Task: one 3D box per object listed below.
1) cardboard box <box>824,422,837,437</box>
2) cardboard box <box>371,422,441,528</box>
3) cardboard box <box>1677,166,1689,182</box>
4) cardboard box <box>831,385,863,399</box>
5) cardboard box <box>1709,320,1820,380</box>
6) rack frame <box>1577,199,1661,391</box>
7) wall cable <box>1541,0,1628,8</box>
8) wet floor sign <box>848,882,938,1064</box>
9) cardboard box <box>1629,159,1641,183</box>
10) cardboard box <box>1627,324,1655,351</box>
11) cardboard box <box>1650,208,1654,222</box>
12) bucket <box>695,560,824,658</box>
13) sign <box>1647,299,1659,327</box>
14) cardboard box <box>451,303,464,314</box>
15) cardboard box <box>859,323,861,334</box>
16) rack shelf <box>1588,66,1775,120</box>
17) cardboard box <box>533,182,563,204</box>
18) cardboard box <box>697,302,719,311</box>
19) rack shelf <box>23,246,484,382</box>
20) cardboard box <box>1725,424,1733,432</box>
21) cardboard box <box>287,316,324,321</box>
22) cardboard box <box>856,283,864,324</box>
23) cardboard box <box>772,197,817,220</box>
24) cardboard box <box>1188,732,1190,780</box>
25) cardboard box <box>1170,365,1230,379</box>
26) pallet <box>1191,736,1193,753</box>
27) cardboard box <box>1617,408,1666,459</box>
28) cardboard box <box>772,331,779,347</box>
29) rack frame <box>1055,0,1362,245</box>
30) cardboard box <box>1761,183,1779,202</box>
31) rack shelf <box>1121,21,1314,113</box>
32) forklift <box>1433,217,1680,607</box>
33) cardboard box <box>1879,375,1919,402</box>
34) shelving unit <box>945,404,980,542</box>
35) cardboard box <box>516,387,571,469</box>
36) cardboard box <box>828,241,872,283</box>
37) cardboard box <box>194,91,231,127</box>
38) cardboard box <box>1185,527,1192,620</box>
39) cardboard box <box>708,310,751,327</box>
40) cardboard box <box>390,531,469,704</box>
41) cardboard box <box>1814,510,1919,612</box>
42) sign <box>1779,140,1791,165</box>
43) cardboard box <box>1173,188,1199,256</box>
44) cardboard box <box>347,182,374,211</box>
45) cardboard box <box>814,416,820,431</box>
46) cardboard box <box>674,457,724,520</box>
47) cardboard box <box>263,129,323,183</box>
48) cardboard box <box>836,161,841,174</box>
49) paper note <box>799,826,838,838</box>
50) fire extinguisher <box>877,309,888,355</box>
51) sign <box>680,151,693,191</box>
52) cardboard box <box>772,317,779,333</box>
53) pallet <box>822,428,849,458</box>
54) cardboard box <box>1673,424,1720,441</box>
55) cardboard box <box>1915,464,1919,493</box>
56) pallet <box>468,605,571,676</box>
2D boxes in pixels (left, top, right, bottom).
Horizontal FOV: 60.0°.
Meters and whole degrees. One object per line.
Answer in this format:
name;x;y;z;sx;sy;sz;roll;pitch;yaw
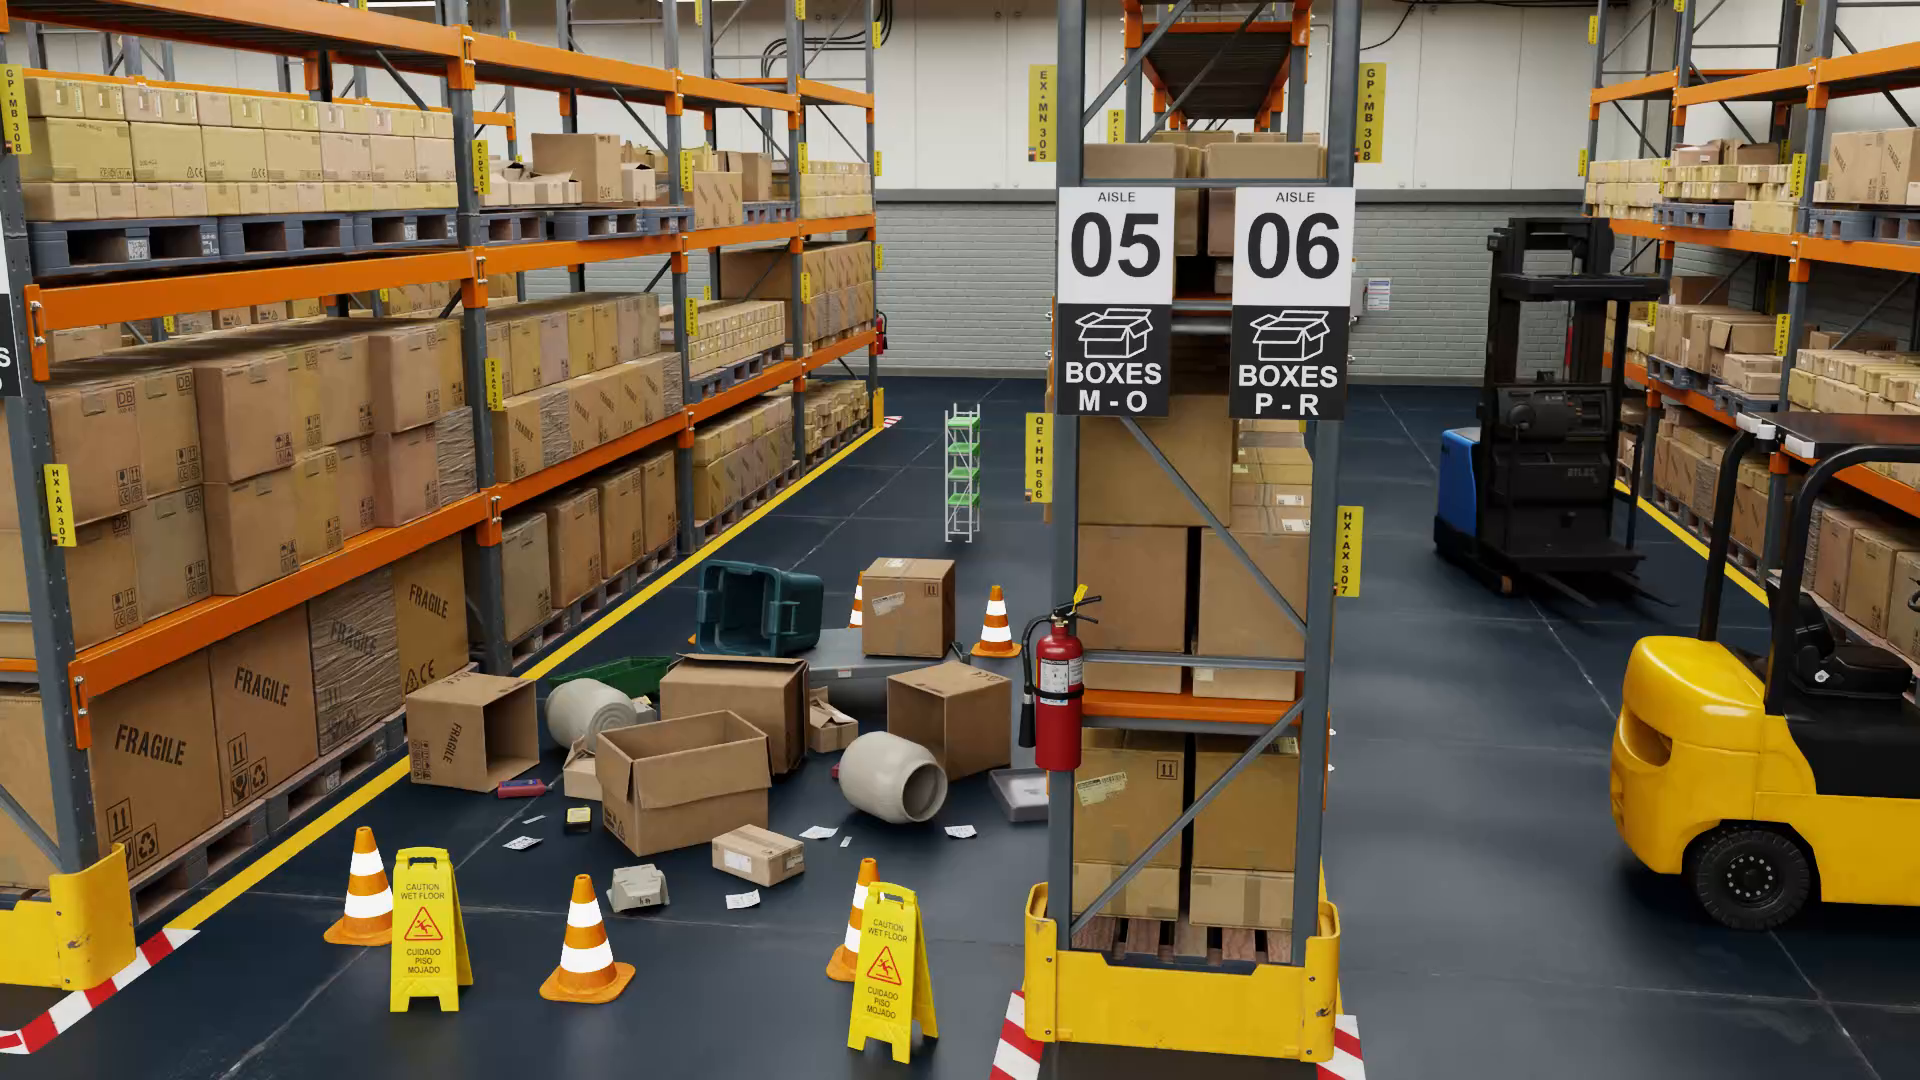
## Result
cardboard box;-1.696;-1.339;20.115;0.380;0.149;0.250;2;12;7
cardboard box;-3.566;-0.406;9.660;0.875;0.550;0.550;2;12;9
cardboard box;7.052;-3.477;15.802;0.380;0.149;0.250;2;12;8
cardboard box;-1.454;-1.899;21.300;0.380;0.149;0.250;2;12;7
cardboard box;7.036;-1.660;14.593;0.797;0.503;0.637;2;12;7
rack frame;8.198;-2.724;20.771;1.000;3.000;0.127;2;12;9
wall cable;10.331;-9.509;24.812;2.988;3.039;0.133;2;12;9
wet floor sign;-0.254;1.602;6.284;0.267;0.644;0.232;7;14;28
cardboard box;7.579;-3.998;18.026;0.500;0.250;0.500;2;12;10
cardboard box;7.483;-2.182;17.906;0.500;0.250;0.500;2;12;9
cardboard box;7.387;-3.370;17.245;0.380;0.149;0.250;2;12;9
bucket;-1.202;0.435;10.275;0.726;0.611;0.620;7;4;28
sign;7.046;-2.331;16.890;0.100;0.325;0.005;2;12;9
cardboard box;-6.544;-2.848;20.994;0.500;0.250;0.500;2;12;9
cardboard box;-1.483;-2.721;21.350;0.380;0.149;0.250;2;12;8
rack shelf;7.891;-4.887;18.283;1.077;0.370;4.000;2;12;9
cardboard box;-2.987;-2.407;11.539;0.380;0.149;0.250;2;12;9
cardboard box;-2.781;-2.439;17.634;0.380;0.149;0.250;2;12;10
rack shelf;-3.767;-1.224;8.397;1.077;0.370;4.000;2;12;9
cardboard box;7.776;-1.051;16.404;0.380;0.149;0.250;2;12;9
cardboard box;-7.073;-2.104;17.653;0.500;0.500;0.500;2;12;8
cardboard box;-1.513;-3.009;21.149;0.500;0.500;0.500;2;12;8
cardboard box;-1.897;-3.672;18.403;0.500;0.250;0.500;3;12;12
cardboard box;0.859;0.830;8.029;0.500;0.500;0.500;2;12;7
cardboard box;0.781;-0.455;6.925;0.700;0.500;0.500;2;12;9
pallet;1.379;1.118;9.562;1.003;0.211;1.213;2;12;9
cardboard box;7.681;-1.190;18.591;0.700;0.500;0.500;1;12;7
cardboard box;-2.133;-2.130;17.614;0.380;0.149;0.250;2;12;9
rack frame;0.832;-2.486;5.426;1.000;3.000;0.127;2;12;9
cardboard box;6.905;-2.889;13.824;0.380;0.149;0.250;2;12;9
rack shelf;1.755;-3.188;11.340;1.077;0.370;4.000;2;12;9
forklift;4.805;-1.057;13.197;1.130;2.935;3.031;0;12;-2
cardboard box;6.317;-0.995;10.970;0.380;0.149;0.250;2;12;7
shelving unit;0.025;-0.621;15.283;0.258;1.200;0.503;2;12;9
cardboard box;-3.035;-0.780;11.514;0.500;0.500;0.500;2;12;9
cardboard box;-1.438;-3.603;21.533;0.500;0.500;0.500;2;12;7
cardboard box;-3.551;-1.951;7.533;0.380;0.149;0.250;2;12;8
cardboard box;0.725;0.026;7.065;0.500;0.500;0.500;2;12;9
cardboard box;-2.299;-2.203;16.540;0.380;0.149;0.250;1;12;6
cardboard box;-3.625;0.436;10.151;0.875;0.875;0.875;2;12;10
cardboard box;6.766;0.162;12.016;0.875;0.625;0.625;2;12;11
sign;8.132;-3.786;16.415;0.100;0.325;0.005;2;12;9
cardboard box;0.645;-1.207;6.262;0.500;0.250;0.500;2;12;8
cardboard box;-3.355;-1.826;8.844;0.380;0.149;0.250;2;12;10
cardboard box;-1.860;-1.377;19.582;0.380;0.149;0.250;1;12;6
cardboard box;-2.483;-0.481;15.296;0.500;0.500;0.500;1;12;6
cardboard box;-3.515;-1.893;8.209;0.500;0.250;0.500;2;12;8
cardboard box;-1.633;-4.458;19.917;0.380;0.149;0.250;2;12;7
paper note;-0.710;1.470;8.383;0.148;0.019;0.142;7;14;28
fire extinguisher;-1.119;-2.841;22.381;0.296;0.674;0.183;2;12;9
sign;-2.297;-3.096;13.962;0.100;0.325;0.005;2;12;9
cardboard box;-2.134;-2.275;17.578;0.380;0.149;0.250;2;12;9
pallet;-1.975;-1.223;20.426;1.003;0.211;1.213;2;12;9
cardboard box;7.299;-1.066;16.472;0.380;0.149;0.250;2;12;7
cardboard box;6.244;-0.371;10.208;0.500;0.250;0.500;2;12;8
pallet;-3.415;0.675;11.619;1.003;0.211;1.213;2;12;9
